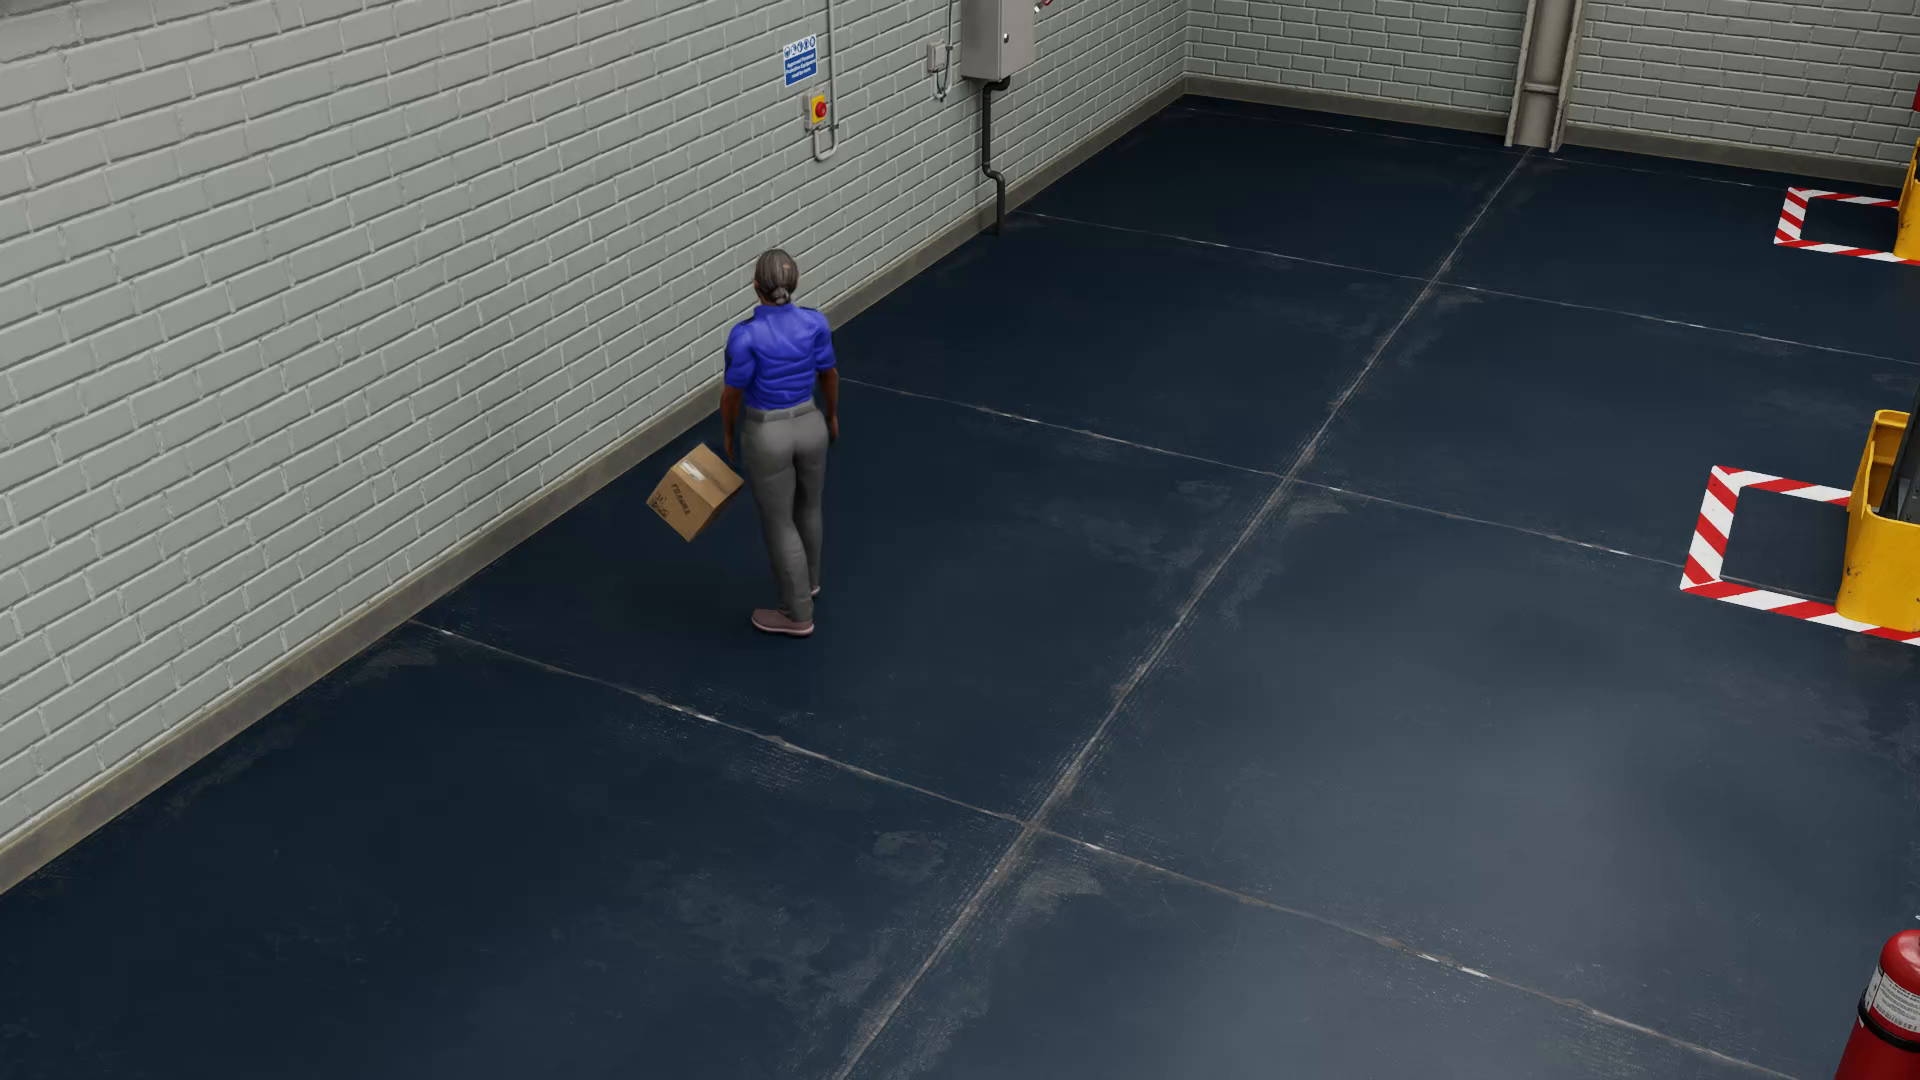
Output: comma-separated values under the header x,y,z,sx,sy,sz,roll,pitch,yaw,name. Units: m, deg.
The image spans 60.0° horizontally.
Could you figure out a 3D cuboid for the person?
x,y,z,sx,sy,sz,roll,pitch,yaw,name
-0.728,-0.434,6.872,0.546,1.652,0.575,-17,34,-26,person
